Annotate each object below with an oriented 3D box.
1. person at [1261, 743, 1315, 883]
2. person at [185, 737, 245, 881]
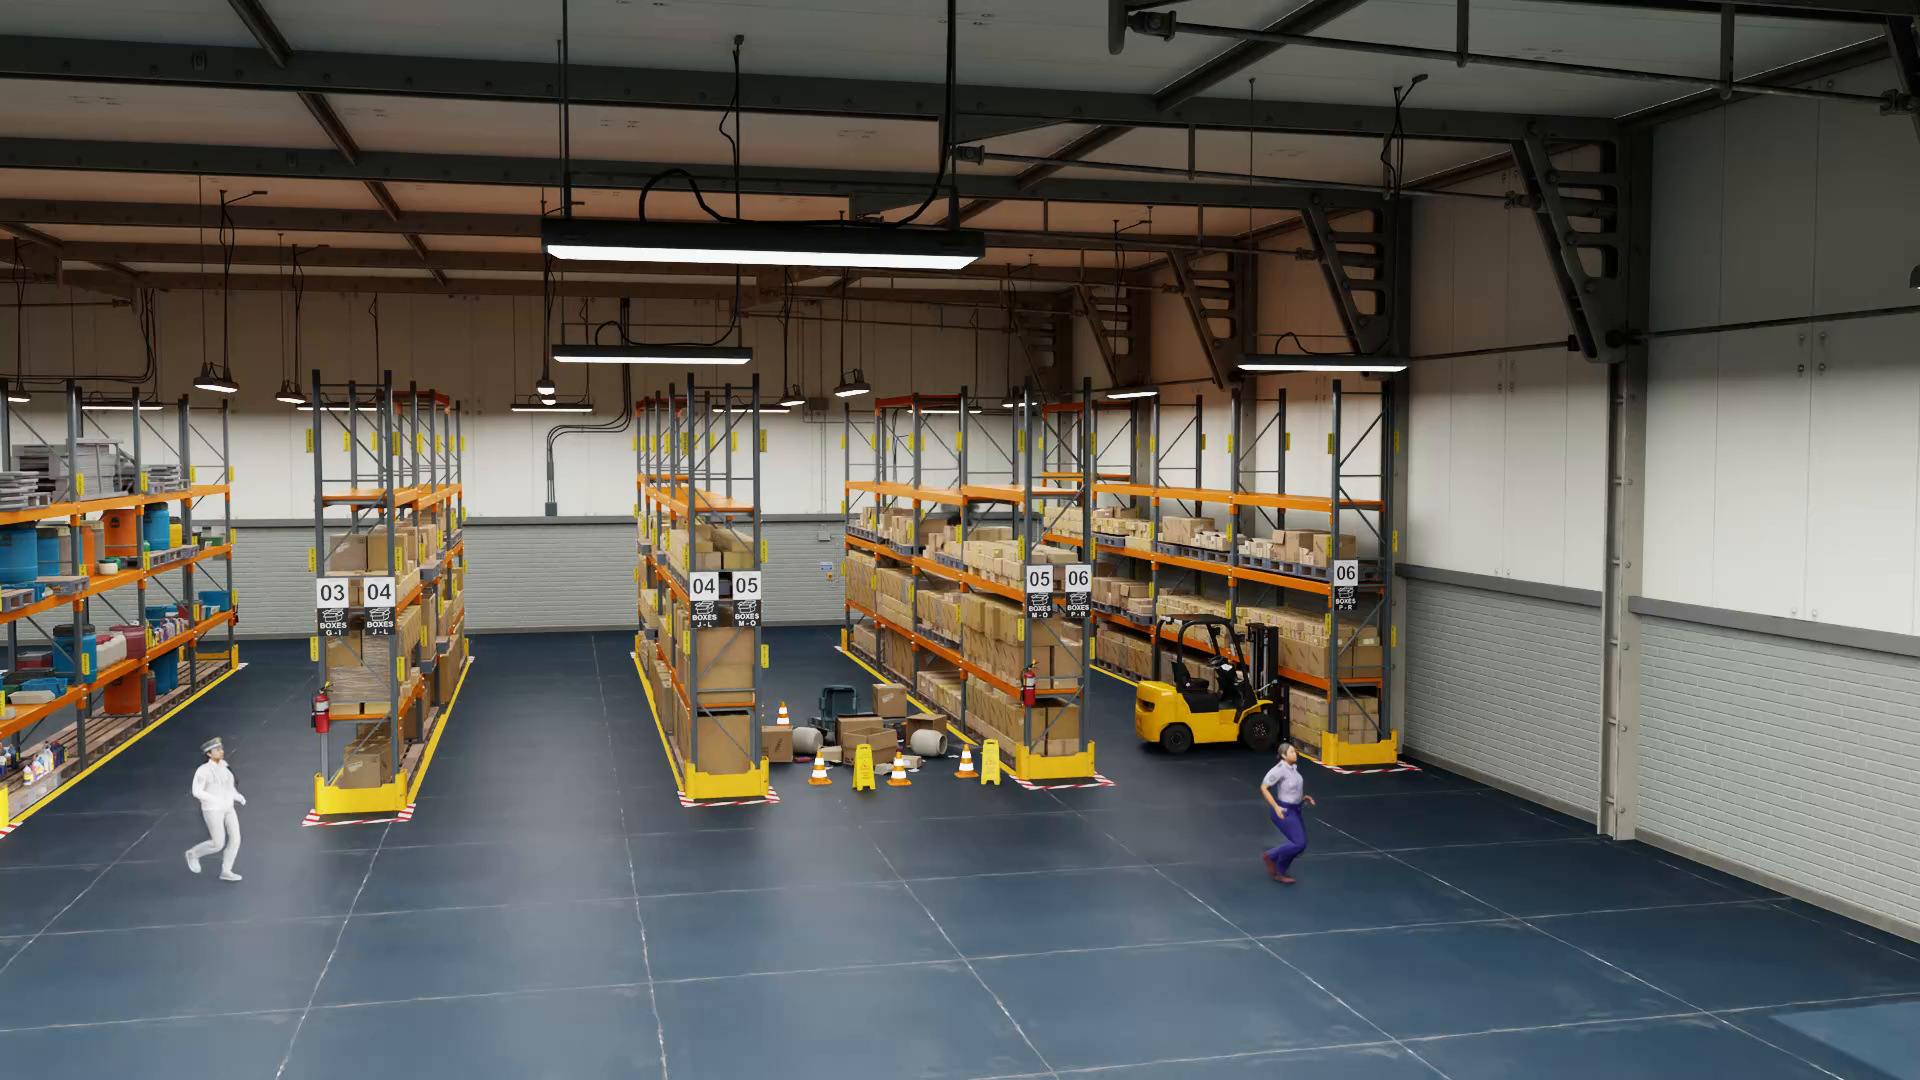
[{"bbox_3d":[3.754,3.116,18.913,0.541,1.594,0.604,2,4,33],"label":"person"},{"bbox_3d":[-8.536,3.076,19.061,0.653,1.644,0.614,1,3,15],"label":"person"}]
